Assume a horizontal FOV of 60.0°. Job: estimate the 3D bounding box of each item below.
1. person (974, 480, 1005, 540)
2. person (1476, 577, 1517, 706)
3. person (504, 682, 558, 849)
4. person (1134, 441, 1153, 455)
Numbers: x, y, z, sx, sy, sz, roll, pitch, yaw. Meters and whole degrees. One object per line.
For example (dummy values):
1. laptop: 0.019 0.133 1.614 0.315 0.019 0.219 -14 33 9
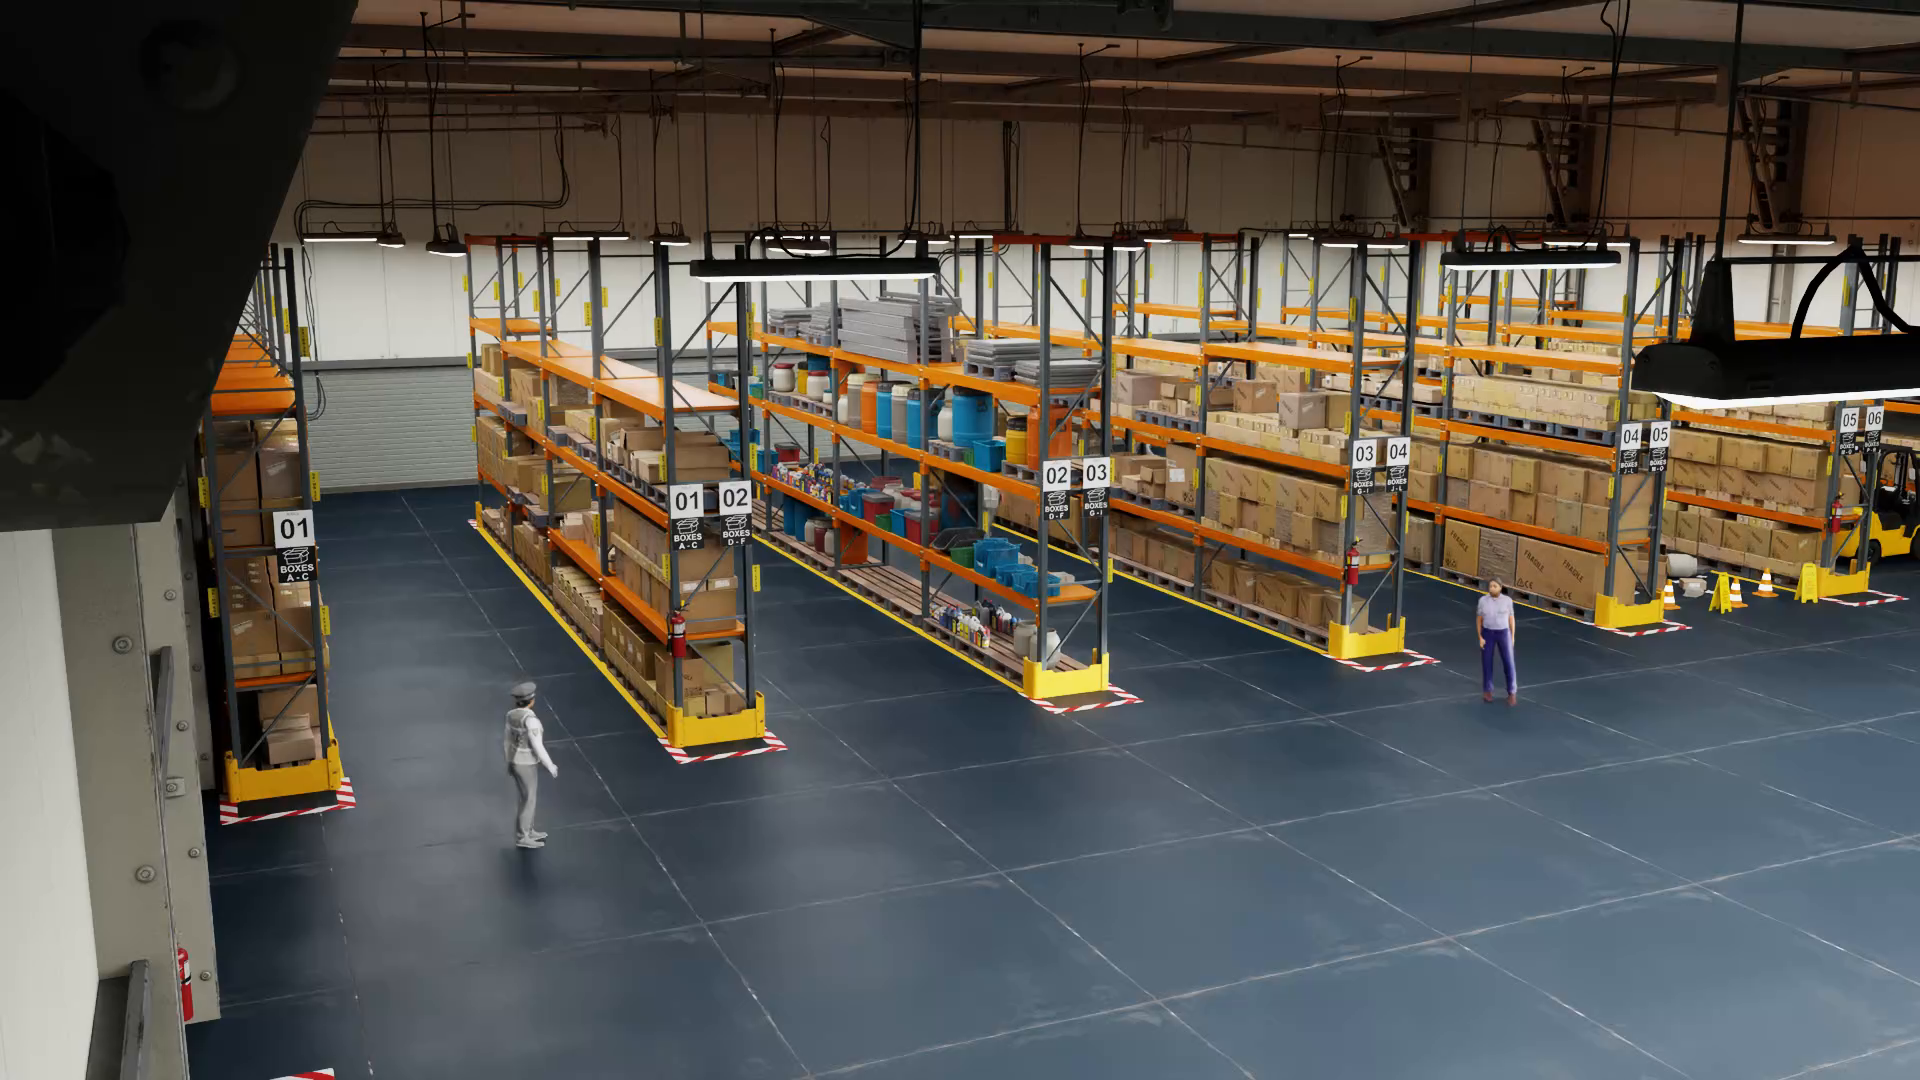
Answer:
1. person: 0.568 -0.651 32.054 0.586 1.748 0.985 -5 12 -23
2. person: 7.116 1.328 22.028 0.581 1.657 0.414 4 12 19
3. person: -4.364 2.296 16.936 0.443 1.690 0.511 -6 13 -29
4. person: 4.482 -2.600 41.805 1.033 1.722 0.714 -2 11 -9
